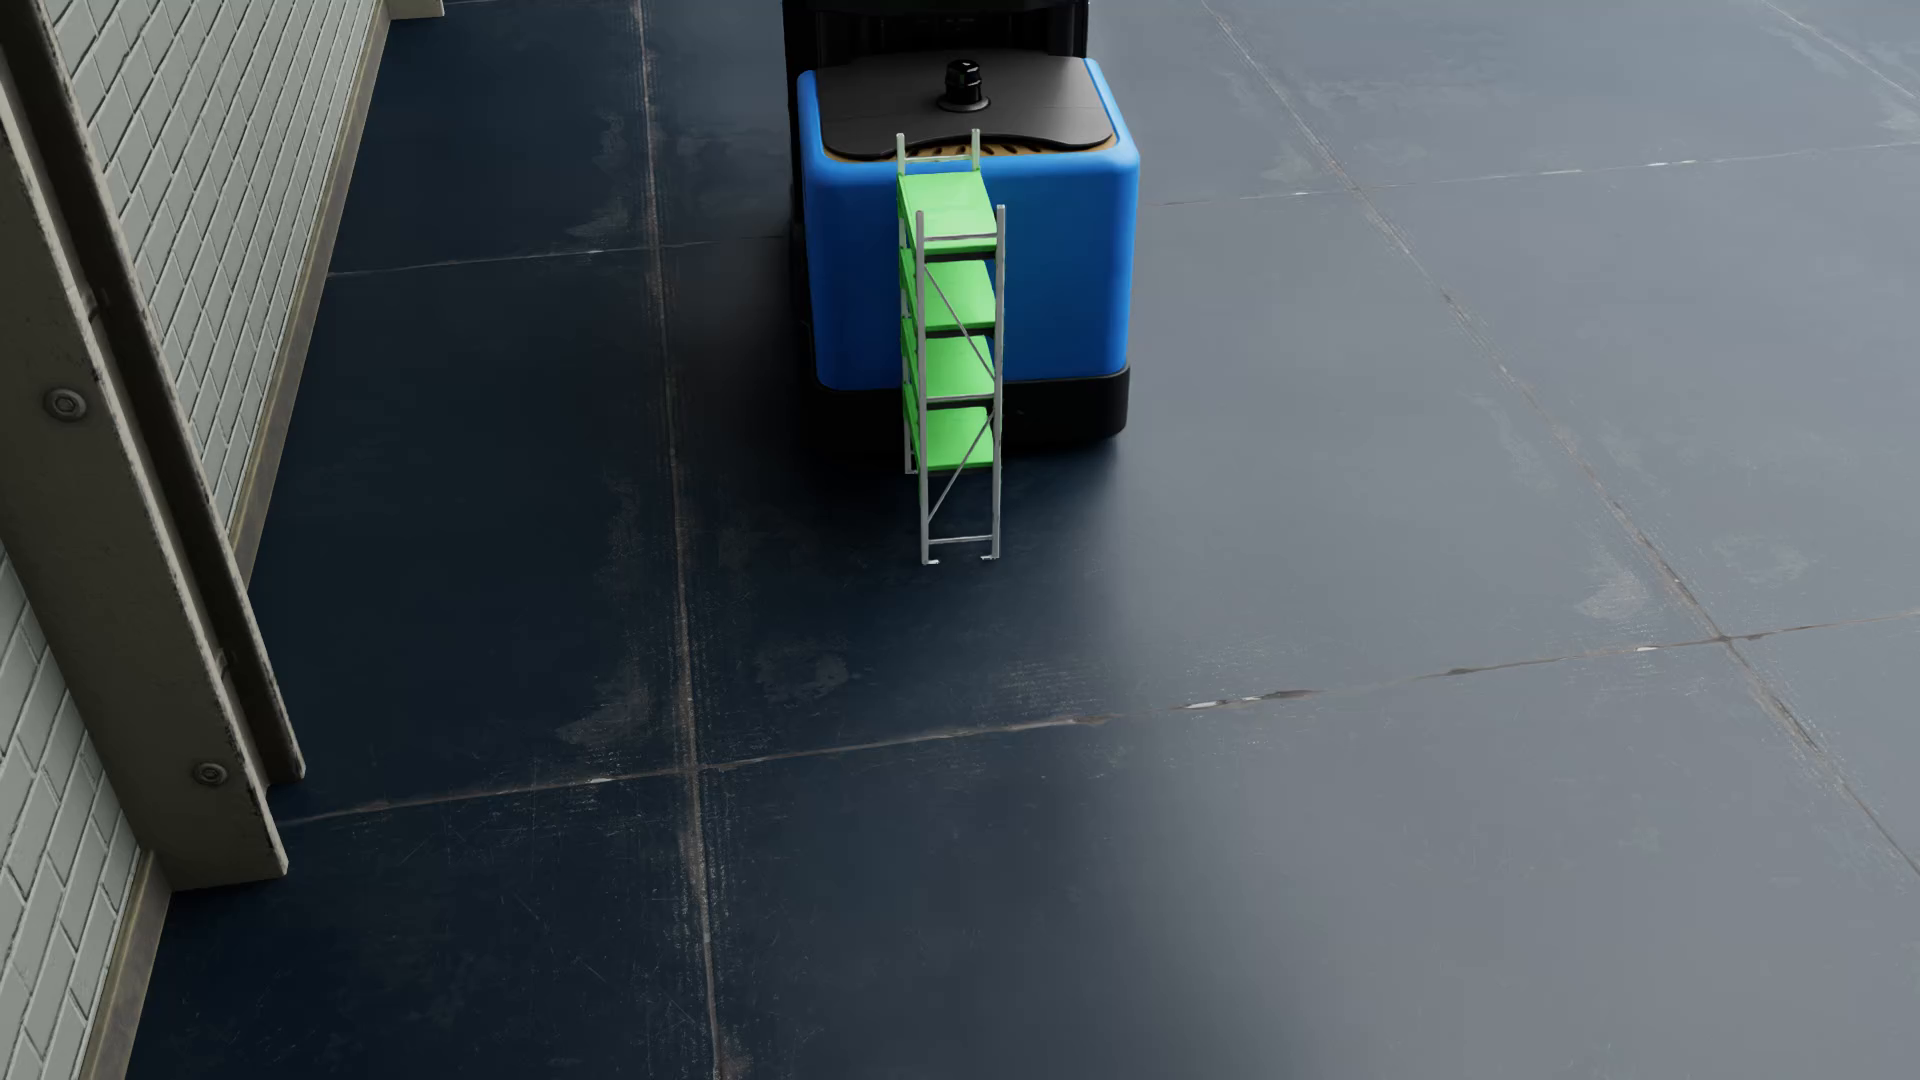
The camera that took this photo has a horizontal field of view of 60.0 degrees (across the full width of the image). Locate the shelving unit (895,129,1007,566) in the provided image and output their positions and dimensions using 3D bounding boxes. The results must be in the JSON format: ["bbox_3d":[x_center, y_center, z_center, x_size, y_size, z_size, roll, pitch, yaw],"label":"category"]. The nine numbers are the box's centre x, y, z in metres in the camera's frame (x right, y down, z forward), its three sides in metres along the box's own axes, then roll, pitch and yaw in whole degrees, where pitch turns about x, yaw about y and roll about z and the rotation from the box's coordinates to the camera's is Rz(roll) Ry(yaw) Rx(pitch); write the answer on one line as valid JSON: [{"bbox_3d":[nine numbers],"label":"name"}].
[{"bbox_3d":[-0.031,-0.557,4.989,0.258,1.200,0.503,-5,38,-6],"label":"shelving unit"}]

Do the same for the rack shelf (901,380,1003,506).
[{"bbox_3d":[-0.031,-0.317,5.175,0.258,0.148,0.480,-5,38,-6],"label":"rack shelf"}]

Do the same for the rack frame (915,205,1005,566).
[{"bbox_3d":[0.001,-0.408,4.798,0.240,1.200,0.015,-5,38,-6],"label":"rack frame"}]

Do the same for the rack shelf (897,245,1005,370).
[{"bbox_3d":[-0.031,-0.696,4.881,0.258,0.148,0.480,-5,38,-6],"label":"rack shelf"}]

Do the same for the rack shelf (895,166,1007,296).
[{"bbox_3d":[-0.031,-0.885,4.734,0.258,0.148,0.480,-5,38,-6],"label":"rack shelf"}]

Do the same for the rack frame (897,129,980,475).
[{"bbox_3d":[-0.063,-0.705,5.180,0.240,1.200,0.015,-5,38,-6],"label":"rack frame"}]

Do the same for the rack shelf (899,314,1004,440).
[{"bbox_3d":[-0.031,-0.506,5.028,0.258,0.148,0.480,-5,38,-6],"label":"rack shelf"}]

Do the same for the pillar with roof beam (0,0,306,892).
[{"bbox_3d":[2.362,-3.277,2.133,9.100,9.000,0.400,-6,38,-8],"label":"pillar with roof beam"}]

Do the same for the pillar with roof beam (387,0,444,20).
[{"bbox_3d":[1.310,-6.901,6.798,9.100,9.000,0.400,-6,38,-8],"label":"pillar with roof beam"}]

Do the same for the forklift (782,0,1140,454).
[{"bbox_3d":[-0.115,-2.335,5.867,1.130,2.935,3.031,-4,38,-5],"label":"forklift"}]
